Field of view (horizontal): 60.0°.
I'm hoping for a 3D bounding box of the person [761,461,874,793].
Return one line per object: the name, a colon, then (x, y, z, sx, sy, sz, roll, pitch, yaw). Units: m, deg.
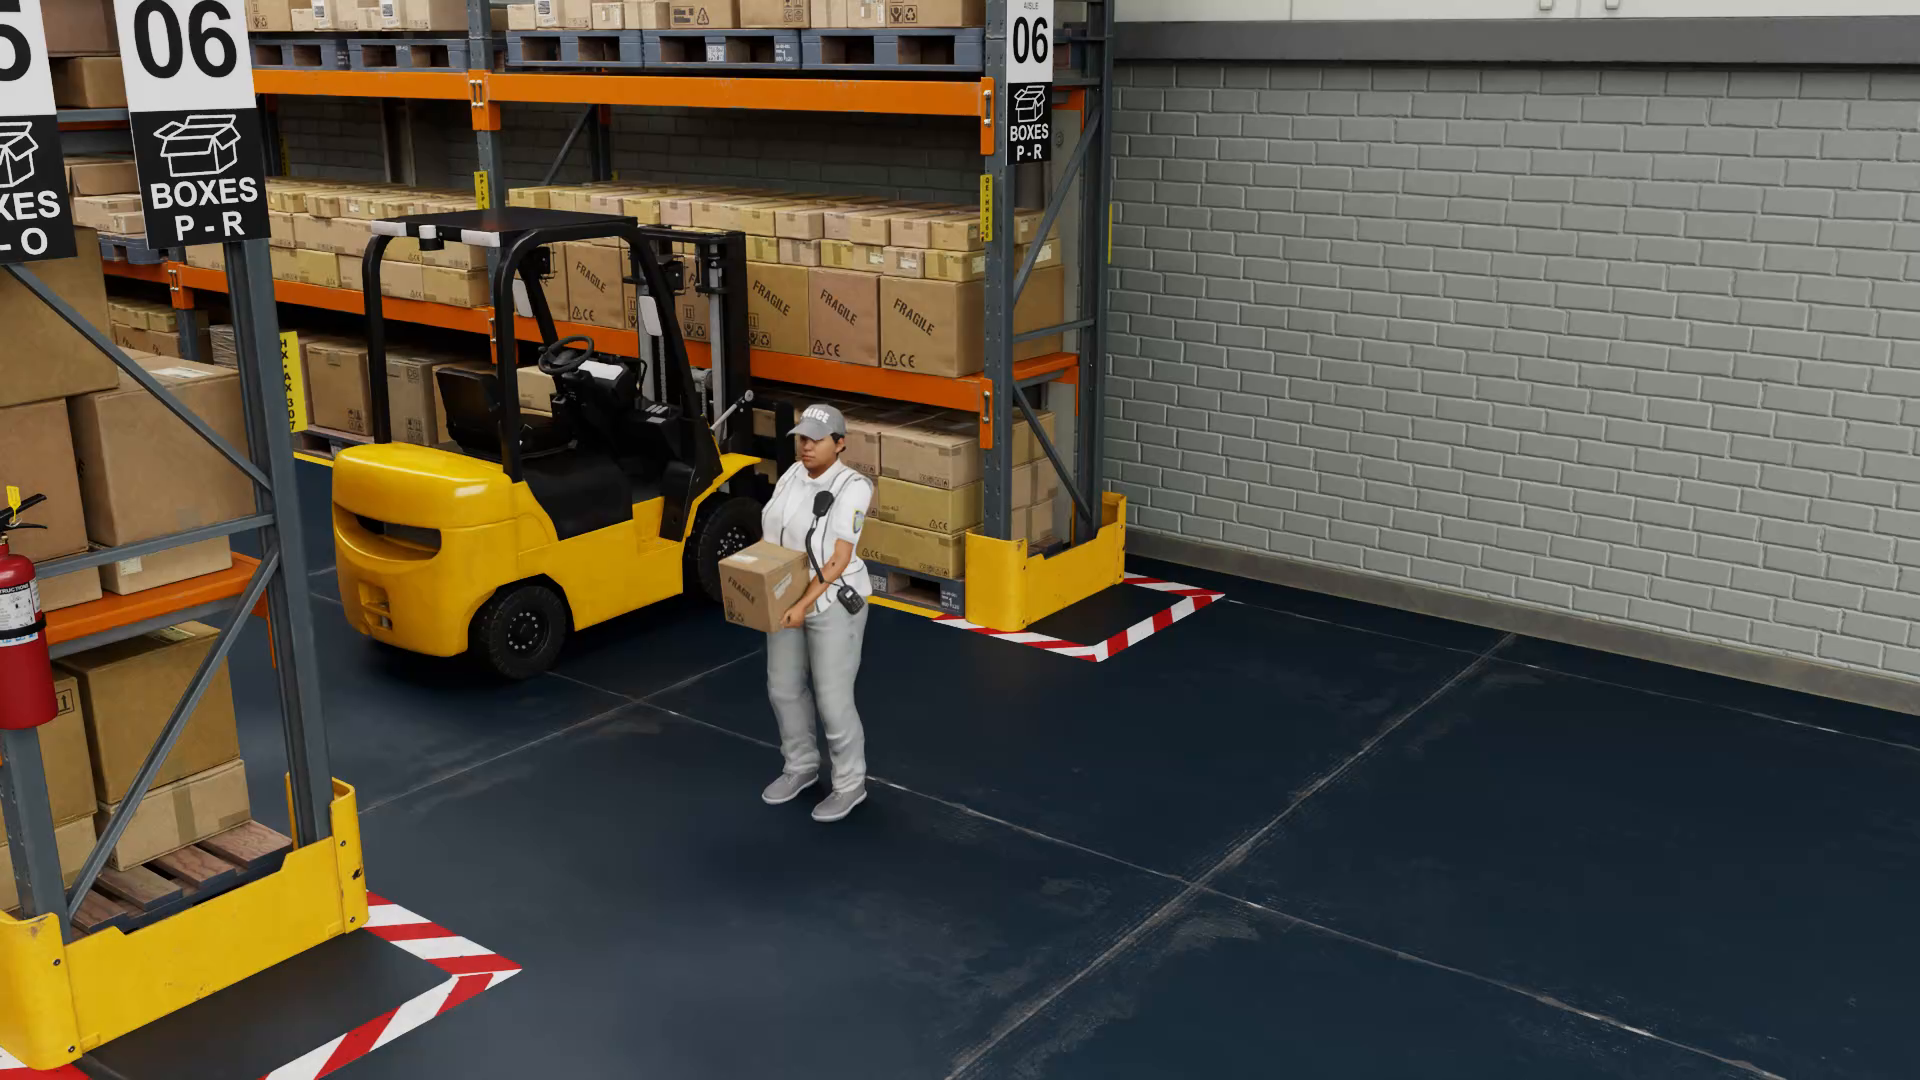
person: (-0.580, 0.353, 6.668, 0.425, 1.350, 0.384, 13, 21, 36)
